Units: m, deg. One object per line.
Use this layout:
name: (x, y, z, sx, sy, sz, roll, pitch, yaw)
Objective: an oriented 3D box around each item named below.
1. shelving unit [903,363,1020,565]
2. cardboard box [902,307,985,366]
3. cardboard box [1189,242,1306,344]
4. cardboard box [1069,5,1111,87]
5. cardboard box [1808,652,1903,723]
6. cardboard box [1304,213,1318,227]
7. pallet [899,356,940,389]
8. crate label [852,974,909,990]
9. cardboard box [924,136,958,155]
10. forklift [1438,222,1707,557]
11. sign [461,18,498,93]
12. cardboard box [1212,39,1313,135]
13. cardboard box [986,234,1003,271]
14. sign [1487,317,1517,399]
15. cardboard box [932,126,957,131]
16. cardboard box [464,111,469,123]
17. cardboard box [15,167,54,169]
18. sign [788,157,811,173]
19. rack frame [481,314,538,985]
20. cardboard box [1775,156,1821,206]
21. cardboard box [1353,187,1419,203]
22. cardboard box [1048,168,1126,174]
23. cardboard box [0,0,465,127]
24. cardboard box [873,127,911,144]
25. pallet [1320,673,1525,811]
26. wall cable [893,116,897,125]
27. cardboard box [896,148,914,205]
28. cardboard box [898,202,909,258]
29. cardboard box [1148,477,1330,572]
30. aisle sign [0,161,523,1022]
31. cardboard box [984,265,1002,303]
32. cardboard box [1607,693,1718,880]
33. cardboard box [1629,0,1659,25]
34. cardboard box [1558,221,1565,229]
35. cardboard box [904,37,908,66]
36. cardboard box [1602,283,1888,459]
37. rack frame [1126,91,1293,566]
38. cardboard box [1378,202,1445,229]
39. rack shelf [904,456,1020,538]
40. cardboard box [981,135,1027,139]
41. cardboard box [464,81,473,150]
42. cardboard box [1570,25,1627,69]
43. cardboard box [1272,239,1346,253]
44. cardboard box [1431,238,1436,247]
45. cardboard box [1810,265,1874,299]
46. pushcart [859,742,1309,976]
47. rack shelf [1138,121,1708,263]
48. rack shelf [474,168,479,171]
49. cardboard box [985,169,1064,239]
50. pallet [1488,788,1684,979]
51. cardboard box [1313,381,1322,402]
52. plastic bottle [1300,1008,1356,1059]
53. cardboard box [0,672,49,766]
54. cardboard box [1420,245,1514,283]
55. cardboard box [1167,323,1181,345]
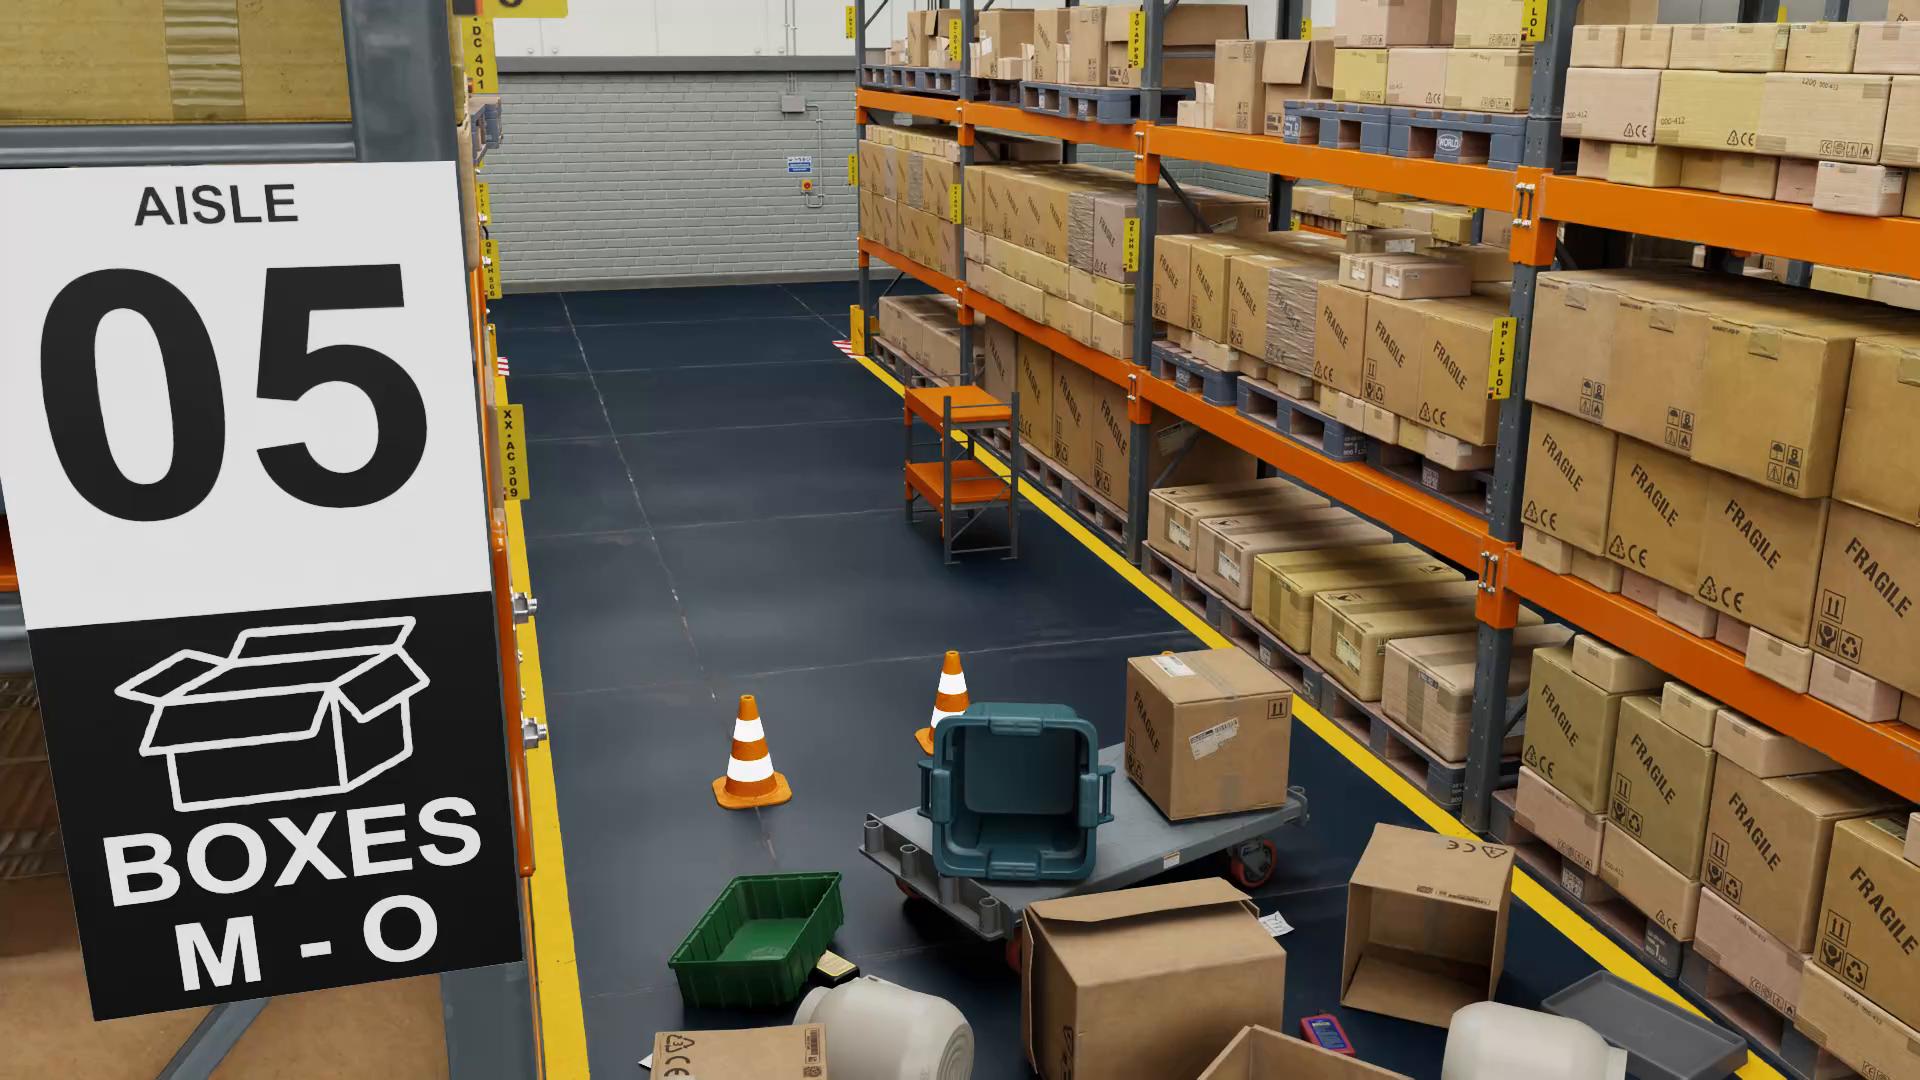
shelving unit: (-0.002, -0.541, 11.296, 0.538, 1.125, 1.048, -5, 17, -15)
cardboard box: (-0.066, -2.080, 16.888, 0.875, 0.438, 0.875, -4, 17, -14)
cardboard box: (1.647, -1.426, 9.564, 0.500, 0.500, 0.500, -4, 17, -12)
cardboard box: (1.141, -3.265, 10.990, 0.700, 0.500, 0.500, -6, 18, -18)
cardboard box: (2.911, 0.441, 5.208, 0.380, 0.149, 0.250, -5, 17, -15)
cardboard box: (4.109, -3.627, 18.751, 0.380, 0.149, 0.250, -4, 17, -14)
pallet: (0.023, -1.646, 16.566, 1.003, 0.211, 1.213, -5, 17, -15)
crate label: (-0.313, 1.634, 5.773, 0.250, 0.136, 0.298, 11, 20, 32)
cardboard box: (-0.112, -3.611, 15.219, 0.380, 0.149, 0.250, -5, 17, -16)
forklift: (4.370, -1.057, 9.876, 1.130, 2.935, 3.031, -12, 20, -34)
sign: (-1.504, -1.561, 5.186, 0.100, 0.325, 0.005, -5, 17, -15)
cardboard box: (1.846, -2.542, 9.313, 0.700, 0.500, 0.500, -5, 17, -15)
cardboard box: (0.516, -2.309, 13.316, 0.500, 0.250, 0.500, -4, 17, -14)
sign: (2.162, -0.724, 6.635, 0.100, 0.325, 0.005, -5, 17, -15)
cardboard box: (-0.067, -4.154, 17.029, 0.380, 0.149, 0.250, -5, 17, -16)
cardboard box: (-0.794, -0.444, 2.036, 0.380, 0.149, 0.250, -5, 17, -15)
cardboard box: (-1.635, -0.601, 2.556, 0.380, 0.149, 0.250, -5, 17, -16)
sign: (-2.238, -5.234, 23.192, 0.327, 0.218, 0.001, -5, 17, -15)
rack frame: (-2.037, 0.205, 5.555, 1.000, 3.000, 0.127, -5, 17, -15)
cardboard box: (2.830, -1.141, 5.259, 0.380, 0.149, 0.250, -5, 18, -17)
cardboard box: (4.447, -3.795, 17.312, 0.500, 0.500, 0.500, -4, 17, -14)
cardboard box: (1.010, -2.708, 13.340, 0.500, 0.500, 0.500, -4, 17, -14)
cardboard box: (-0.824, -0.599, 1.856, 0.500, 0.250, 0.500, -5, 17, -15)
cardboard box: (-0.670, -4.103, 16.858, 0.380, 0.149, 0.250, -4, 17, -14)
pallet: (2.479, 0.906, 8.069, 1.003, 0.211, 1.213, -5, 17, -15)
wall cable: (-0.815, -5.693, 23.426, 0.588, 1.984, 0.122, -5, 17, -15)
cardboard box: (-0.310, -3.483, 15.921, 0.500, 0.500, 0.500, -5, 17, -15)
cardboard box: (-0.305, -3.009, 16.081, 0.500, 0.500, 0.500, -4, 17, -13)
cardboard box: (1.741, -0.106, 10.429, 0.950, 0.372, 0.625, -6, 18, -19)
aisle sign: (-0.630, 0.062, 1.512, 0.394, 0.787, 0.004, -5, 17, -15)
cardboard box: (0.507, -2.070, 13.389, 0.500, 0.250, 0.500, -5, 17, -17)
cardboard box: (2.756, 0.874, 6.074, 0.500, 0.500, 0.500, -4, 17, -13)
cardboard box: (2.773, -2.350, 7.509, 0.500, 0.250, 0.500, -5, 17, -16)
cardboard box: (5.328, -2.775, 14.572, 0.700, 0.500, 0.500, -5, 17, -15)
cardboard box: (-0.240, -4.758, 16.116, 0.500, 0.311, 0.500, -4, 17, -14)
cardboard box: (2.726, -0.602, 5.812, 0.700, 0.500, 0.500, -5, 17, -15)
rack frame: (1.595, -1.321, 10.635, 1.000, 3.000, 0.127, -5, 17, -15)
cardboard box: (4.617, -3.289, 16.932, 0.500, 0.250, 0.500, -5, 17, -16)
rack shelf: (-0.002, -0.306, 11.367, 0.538, 0.278, 1.000, -5, 17, -15)
cardboard box: (0.408, -3.659, 15.379, 0.380, 0.149, 0.250, -5, 17, -17)
cardboard box: (-1.278, -0.933, 3.661, 0.380, 0.149, 0.250, -5, 17, -16)
cardboard box: (2.467, -1.799, 6.065, 0.380, 0.149, 0.250, -5, 17, -16)
cardboard box: (2.140, -1.466, 9.698, 0.500, 0.500, 0.500, -5, 17, -16)
cardboard box: (4.750, -2.909, 16.358, 0.380, 0.149, 0.250, -4, 17, -14)
cardboard box: (6.230, -1.738, 11.415, 0.500, 0.250, 0.500, -5, 17, -15)
pushcart: (0.516, 1.236, 6.682, 1.648, 0.377, 0.936, -12, 20, -34)
rack shelf: (2.145, -1.860, 8.465, 1.077, 0.370, 4.000, -5, 17, -15)
rack shelf: (-3.686, -2.547, 10.752, 1.077, 0.370, 4.000, -5, 17, -15)
cardboard box: (0.507, -2.671, 13.218, 0.500, 0.500, 0.500, -5, 17, -16)
pallet: (2.913, 1.304, 6.743, 1.003, 0.211, 1.213, -5, 17, -15)
cardboard box: (2.048, -0.780, 8.541, 0.380, 0.149, 0.250, -5, 18, -17)
plastic bottle: (1.246, 1.698, 5.692, 0.133, 0.061, 0.283, -2, 17, -6)
cardboard box: (-1.242, 0.472, 2.529, 0.875, 0.550, 0.550, -5, 17, -15)
cardboard box: (2.508, -1.367, 8.240, 0.380, 0.149, 0.250, -4, 17, -12)
cardboard box: (1.506, -1.297, 10.262, 0.380, 0.149, 0.250, -6, 18, -18)
